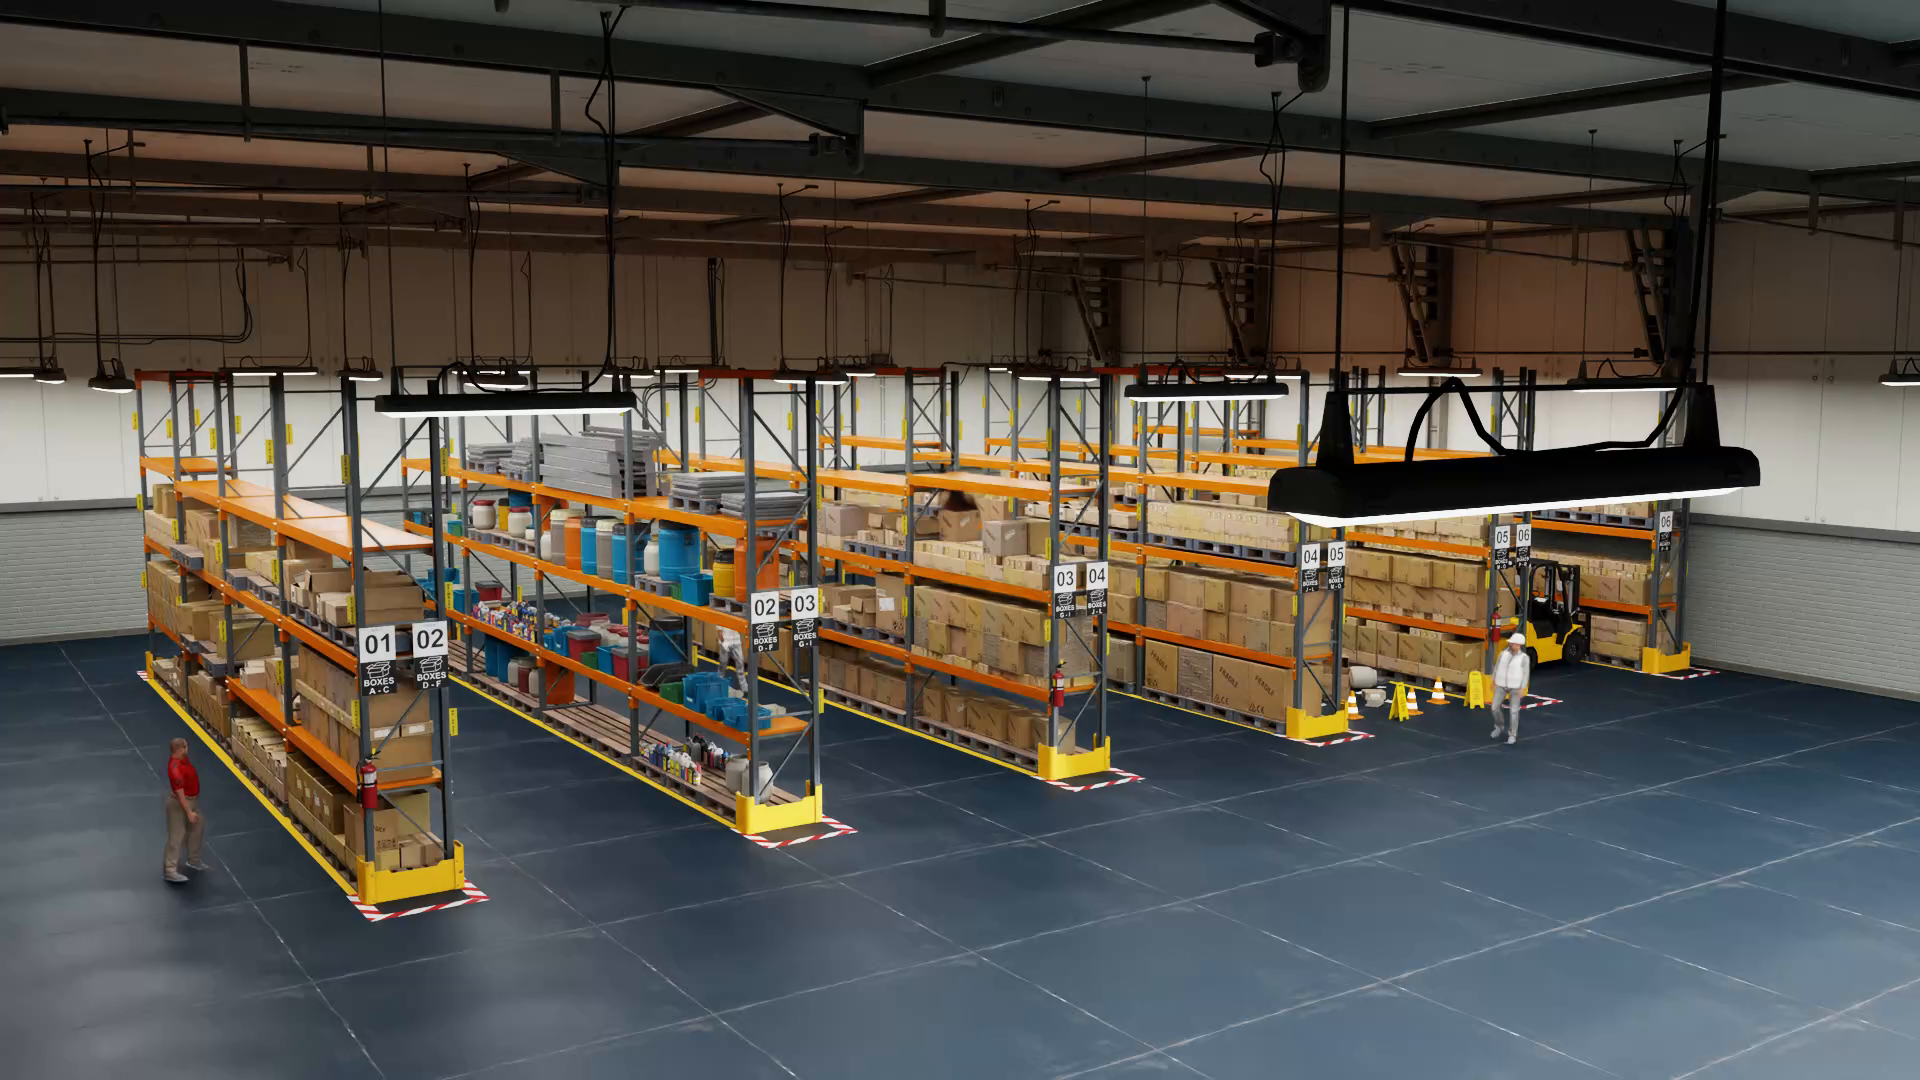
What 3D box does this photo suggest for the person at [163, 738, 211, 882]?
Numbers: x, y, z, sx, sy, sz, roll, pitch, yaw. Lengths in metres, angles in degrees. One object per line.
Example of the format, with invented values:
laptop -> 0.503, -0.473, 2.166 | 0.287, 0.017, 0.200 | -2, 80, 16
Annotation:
person -> -9.377, 3.243, 20.096 | 0.456, 1.785, 0.679 | -1, 7, -9

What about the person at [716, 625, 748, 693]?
person -> -4.254, 1.954, 31.012 | 0.563, 1.735, 0.972 | -4, 8, -35

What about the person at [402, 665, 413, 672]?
person -> -8.848, 2.534, 26.297 | 0.956, 1.685, 0.630 | 6, 9, 45

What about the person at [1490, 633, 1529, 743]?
person -> 8.938, 2.406, 27.093 | 0.615, 1.779, 0.520 | 4, 7, 31
